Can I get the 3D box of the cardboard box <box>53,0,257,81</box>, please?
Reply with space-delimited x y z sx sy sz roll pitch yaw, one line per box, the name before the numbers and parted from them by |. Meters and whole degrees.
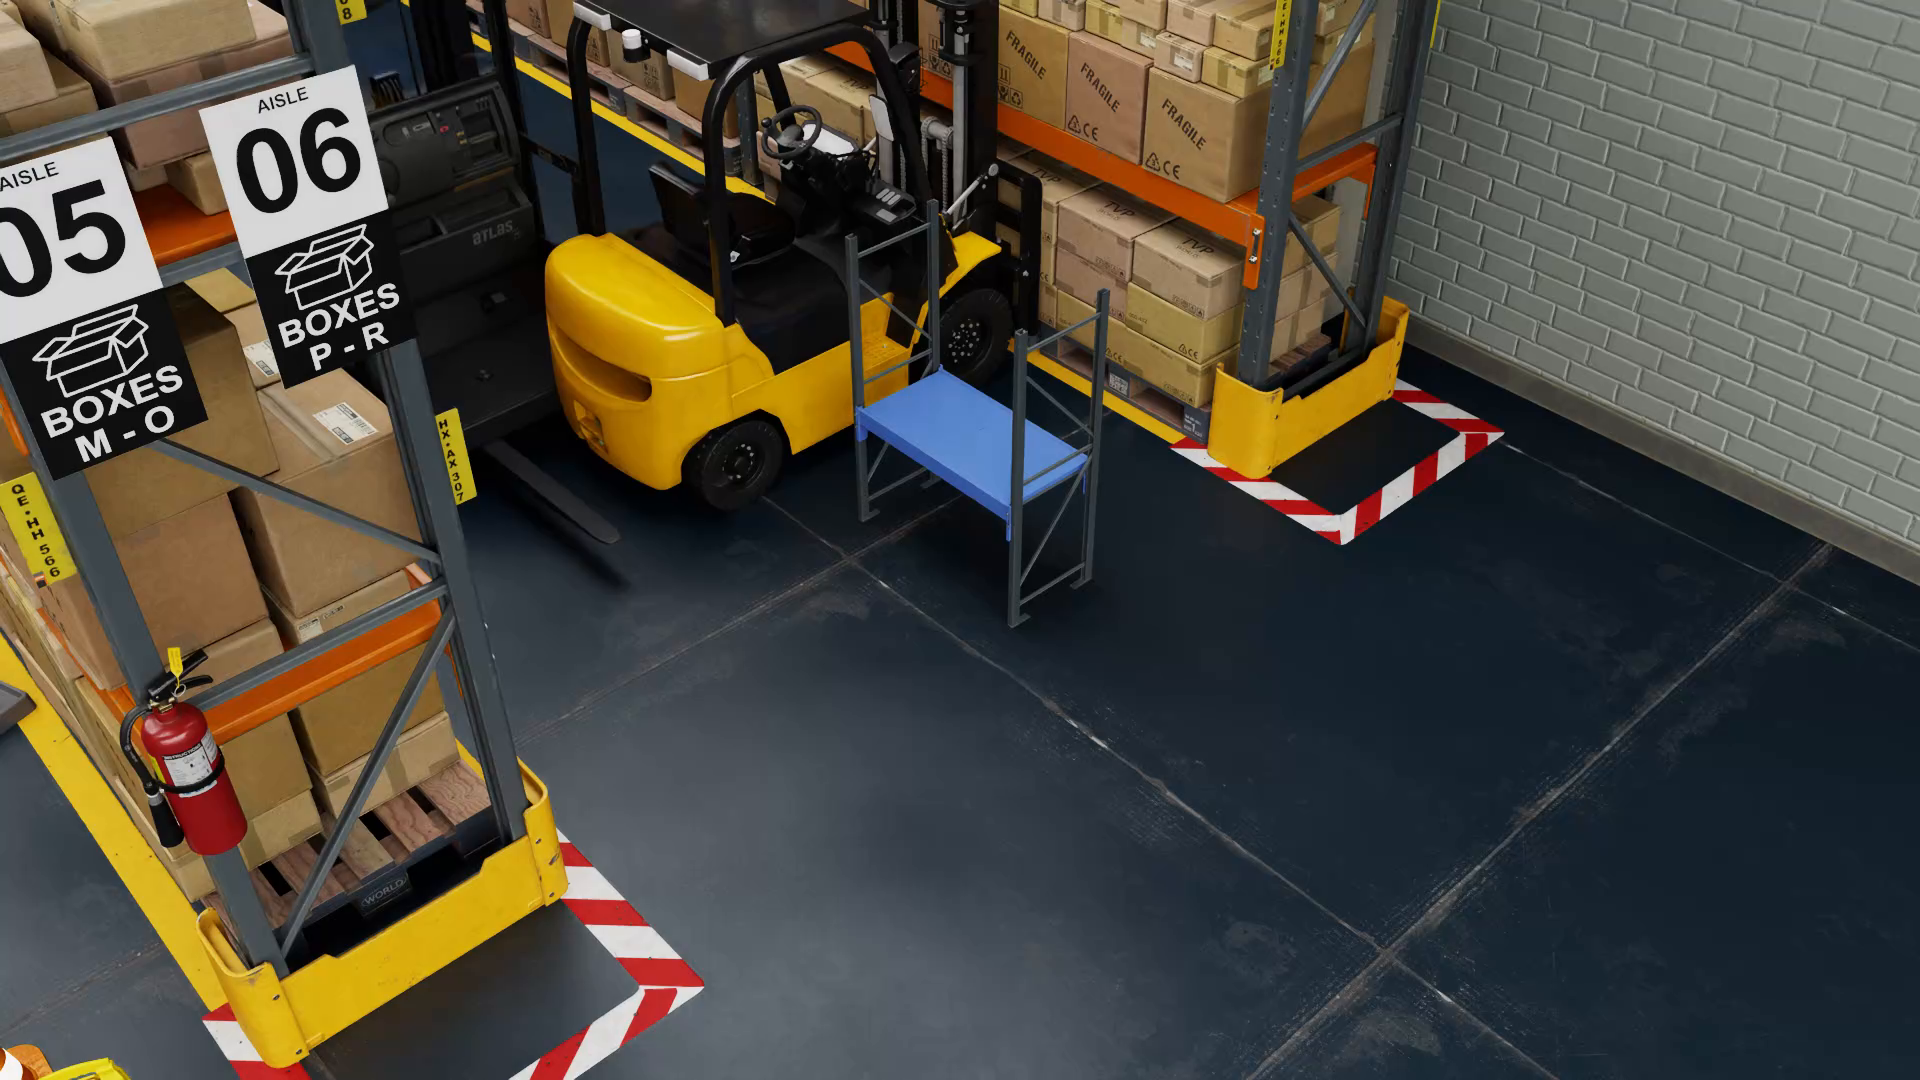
cardboard box | -2.009 -1.305 4.157 0.380 0.149 0.250 -30 48 -32

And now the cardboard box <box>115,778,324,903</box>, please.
cardboard box | -2.680 0.961 6.027 0.500 0.250 0.500 -30 48 -32

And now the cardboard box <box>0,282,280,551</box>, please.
cardboard box | -2.425 -0.362 4.699 0.700 0.500 0.500 -31 48 -33

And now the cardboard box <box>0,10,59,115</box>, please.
cardboard box | -2.365 -1.085 3.884 0.380 0.149 0.250 -29 47 -31

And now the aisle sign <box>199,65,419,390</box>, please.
aisle sign | -1.649 -0.789 4.271 0.394 0.787 0.004 -30 48 -32

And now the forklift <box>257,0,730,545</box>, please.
forklift | -2.359 -1.778 7.618 1.130 2.935 3.031 -31 48 -33

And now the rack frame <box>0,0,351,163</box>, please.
rack frame | -1.919 -2.009 3.075 1.000 3.000 0.127 -30 48 -32

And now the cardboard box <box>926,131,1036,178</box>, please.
cardboard box | 0.158 -2.050 8.959 0.500 0.250 0.500 -31 48 -33

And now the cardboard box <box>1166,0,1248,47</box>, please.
cardboard box | 1.147 -2.370 7.465 0.380 0.149 0.250 -30 48 -32

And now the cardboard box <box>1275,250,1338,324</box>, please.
cardboard box | 1.570 -1.380 8.528 0.500 0.250 0.500 -29 47 -31

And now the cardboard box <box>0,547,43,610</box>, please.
cardboard box | -2.937 0.037 5.517 0.380 0.149 0.250 -29 47 -31

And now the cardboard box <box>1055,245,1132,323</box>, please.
cardboard box | 0.844 -1.403 8.556 0.500 0.250 0.500 -30 48 -32

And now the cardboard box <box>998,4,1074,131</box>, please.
cardboard box | 0.517 -2.422 8.282 0.500 0.500 0.500 -31 48 -32

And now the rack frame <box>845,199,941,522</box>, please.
rack frame | -0.286 -0.779 7.521 0.500 1.500 0.032 -30 48 -32

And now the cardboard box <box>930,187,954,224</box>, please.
cardboard box | 0.144 -1.866 9.130 0.500 0.250 0.500 -30 48 -32

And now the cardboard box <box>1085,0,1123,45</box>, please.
cardboard box | 0.809 -2.490 7.850 0.380 0.149 0.250 -30 48 -32

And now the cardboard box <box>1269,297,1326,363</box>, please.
cardboard box | 1.546 -1.190 8.690 0.500 0.250 0.500 -30 48 -32

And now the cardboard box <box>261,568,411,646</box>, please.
cardboard box | -1.996 0.178 5.343 0.380 0.149 0.250 -30 48 -32

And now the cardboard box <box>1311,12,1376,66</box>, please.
cardboard box | 1.696 -2.344 7.670 0.380 0.149 0.250 -31 48 -33

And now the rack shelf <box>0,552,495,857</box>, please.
rack shelf | -3.272 -0.321 6.332 1.077 0.370 4.000 -30 48 -32

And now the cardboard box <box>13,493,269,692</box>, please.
cardboard box | -2.489 0.036 5.001 0.500 0.500 0.500 -31 48 -32

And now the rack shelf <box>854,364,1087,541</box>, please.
rack shelf | 0.058 -0.404 7.343 0.538 0.185 1.000 -30 48 -32

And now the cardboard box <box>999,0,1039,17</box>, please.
cardboard box | 0.408 -2.702 8.112 0.380 0.149 0.250 -30 47 -31

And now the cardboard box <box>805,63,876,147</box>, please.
cardboard box | -0.536 -2.522 9.543 0.500 0.250 0.500 -30 48 -32

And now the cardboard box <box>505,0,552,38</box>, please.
cardboard box | -2.817 -4.134 12.038 0.875 0.625 0.625 -28 47 -30

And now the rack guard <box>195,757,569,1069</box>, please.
rack guard | -1.970 1.262 5.789 1.175 0.500 0.348 -30 48 -32

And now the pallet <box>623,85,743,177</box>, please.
pallet | -1.498 -2.877 11.144 1.003 0.211 1.213 -30 48 -32

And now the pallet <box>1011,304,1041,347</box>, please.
pallet | 0.366 -1.602 9.565 1.003 0.211 1.213 -30 48 -32

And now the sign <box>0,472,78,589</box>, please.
sign | -2.341 -0.022 4.216 0.100 0.325 0.005 -30 48 -32

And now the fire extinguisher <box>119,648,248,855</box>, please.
fire extinguisher | -2.181 0.604 4.676 0.296 0.674 0.183 -30 48 -32

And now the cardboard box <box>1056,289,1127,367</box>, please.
cardboard box | 0.855 -1.197 8.699 0.500 0.250 0.500 -30 48 -32

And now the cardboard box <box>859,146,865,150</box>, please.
cardboard box | -0.529 -2.338 9.714 0.500 0.250 0.500 -30 48 -32

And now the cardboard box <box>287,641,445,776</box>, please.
cardboard box | -2.277 0.438 6.078 0.500 0.500 0.500 -32 49 -33

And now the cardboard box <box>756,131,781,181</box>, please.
cardboard box | -0.887 -2.366 10.147 0.500 0.250 0.500 -29 47 -31

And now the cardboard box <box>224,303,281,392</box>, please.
cardboard box | -2.388 -0.405 5.548 0.500 0.500 0.500 -28 47 -31

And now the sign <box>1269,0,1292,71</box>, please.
sign | 1.326 -2.104 6.858 0.100 0.325 0.005 -30 48 -32

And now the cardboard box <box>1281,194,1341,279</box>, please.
cardboard box | 1.549 -1.571 8.367 0.500 0.250 0.500 -31 48 -32

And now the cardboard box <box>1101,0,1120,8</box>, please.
cardboard box | 0.837 -2.626 7.782 0.380 0.149 0.250 -30 47 -31

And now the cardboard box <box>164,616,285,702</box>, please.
cardboard box | -2.330 0.341 5.141 0.380 0.149 0.250 -28 47 -30

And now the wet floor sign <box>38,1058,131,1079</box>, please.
wet floor sign | -2.579 1.784 5.028 0.267 0.644 0.232 -15 41 -17

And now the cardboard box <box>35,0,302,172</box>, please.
cardboard box | -2.063 -1.245 4.400 0.500 0.250 0.500 -31 48 -32

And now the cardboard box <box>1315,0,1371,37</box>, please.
cardboard box | 1.665 -2.439 7.550 0.380 0.149 0.250 -31 48 -32

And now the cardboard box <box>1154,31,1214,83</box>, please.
cardboard box | 1.099 -2.224 7.521 0.380 0.149 0.250 -29 47 -31

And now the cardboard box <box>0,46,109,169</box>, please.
cardboard box | -2.464 -1.022 4.123 0.500 0.250 0.500 -31 48 -32

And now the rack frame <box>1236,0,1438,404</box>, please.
rack frame | 1.735 -1.786 7.574 1.000 3.000 0.127 -30 48 -32

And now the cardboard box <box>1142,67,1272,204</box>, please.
cardboard box | 1.208 -1.941 7.686 0.500 0.500 0.500 -31 48 -33

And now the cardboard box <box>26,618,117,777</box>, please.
cardboard box | -3.008 0.440 6.076 0.500 0.500 0.500 -28 47 -30

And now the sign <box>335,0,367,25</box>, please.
sign | -1.520 -1.412 4.029 0.100 0.325 0.005 -30 48 -32

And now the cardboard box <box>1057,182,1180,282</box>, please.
cardboard box | 0.844 -1.583 8.381 0.500 0.250 0.500 -29 47 -31

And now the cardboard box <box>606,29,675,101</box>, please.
cardboard box | -1.851 -3.476 11.222 0.875 0.625 0.625 -30 48 -32

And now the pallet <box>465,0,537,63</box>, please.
pallet | -3.148 -4.006 12.542 1.003 0.211 1.213 -30 48 -32

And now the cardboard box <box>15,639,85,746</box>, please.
cardboard box | -3.367 0.489 6.612 0.500 0.250 0.500 -32 49 -33

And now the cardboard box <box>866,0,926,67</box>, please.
cardboard box | -0.155 -2.892 8.864 0.500 0.500 0.500 -30 48 -32

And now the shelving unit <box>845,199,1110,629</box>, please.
shelving unit | 0.058 -0.544 7.230 0.538 1.500 1.048 -30 48 -32

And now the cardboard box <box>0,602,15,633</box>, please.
cardboard box | -3.704 -0.040 6.670 0.500 0.500 0.500 -27 46 -30

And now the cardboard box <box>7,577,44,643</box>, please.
cardboard box | -3.118 0.168 5.895 0.380 0.149 0.250 -29 47 -31

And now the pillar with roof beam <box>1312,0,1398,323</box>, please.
pillar with roof beam | -1.243 -2.996 4.297 9.100 9.000 0.400 -30 48 -32

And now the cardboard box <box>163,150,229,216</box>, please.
cardboard box | -1.904 -1.036 4.457 0.380 0.149 0.250 -30 48 -32
